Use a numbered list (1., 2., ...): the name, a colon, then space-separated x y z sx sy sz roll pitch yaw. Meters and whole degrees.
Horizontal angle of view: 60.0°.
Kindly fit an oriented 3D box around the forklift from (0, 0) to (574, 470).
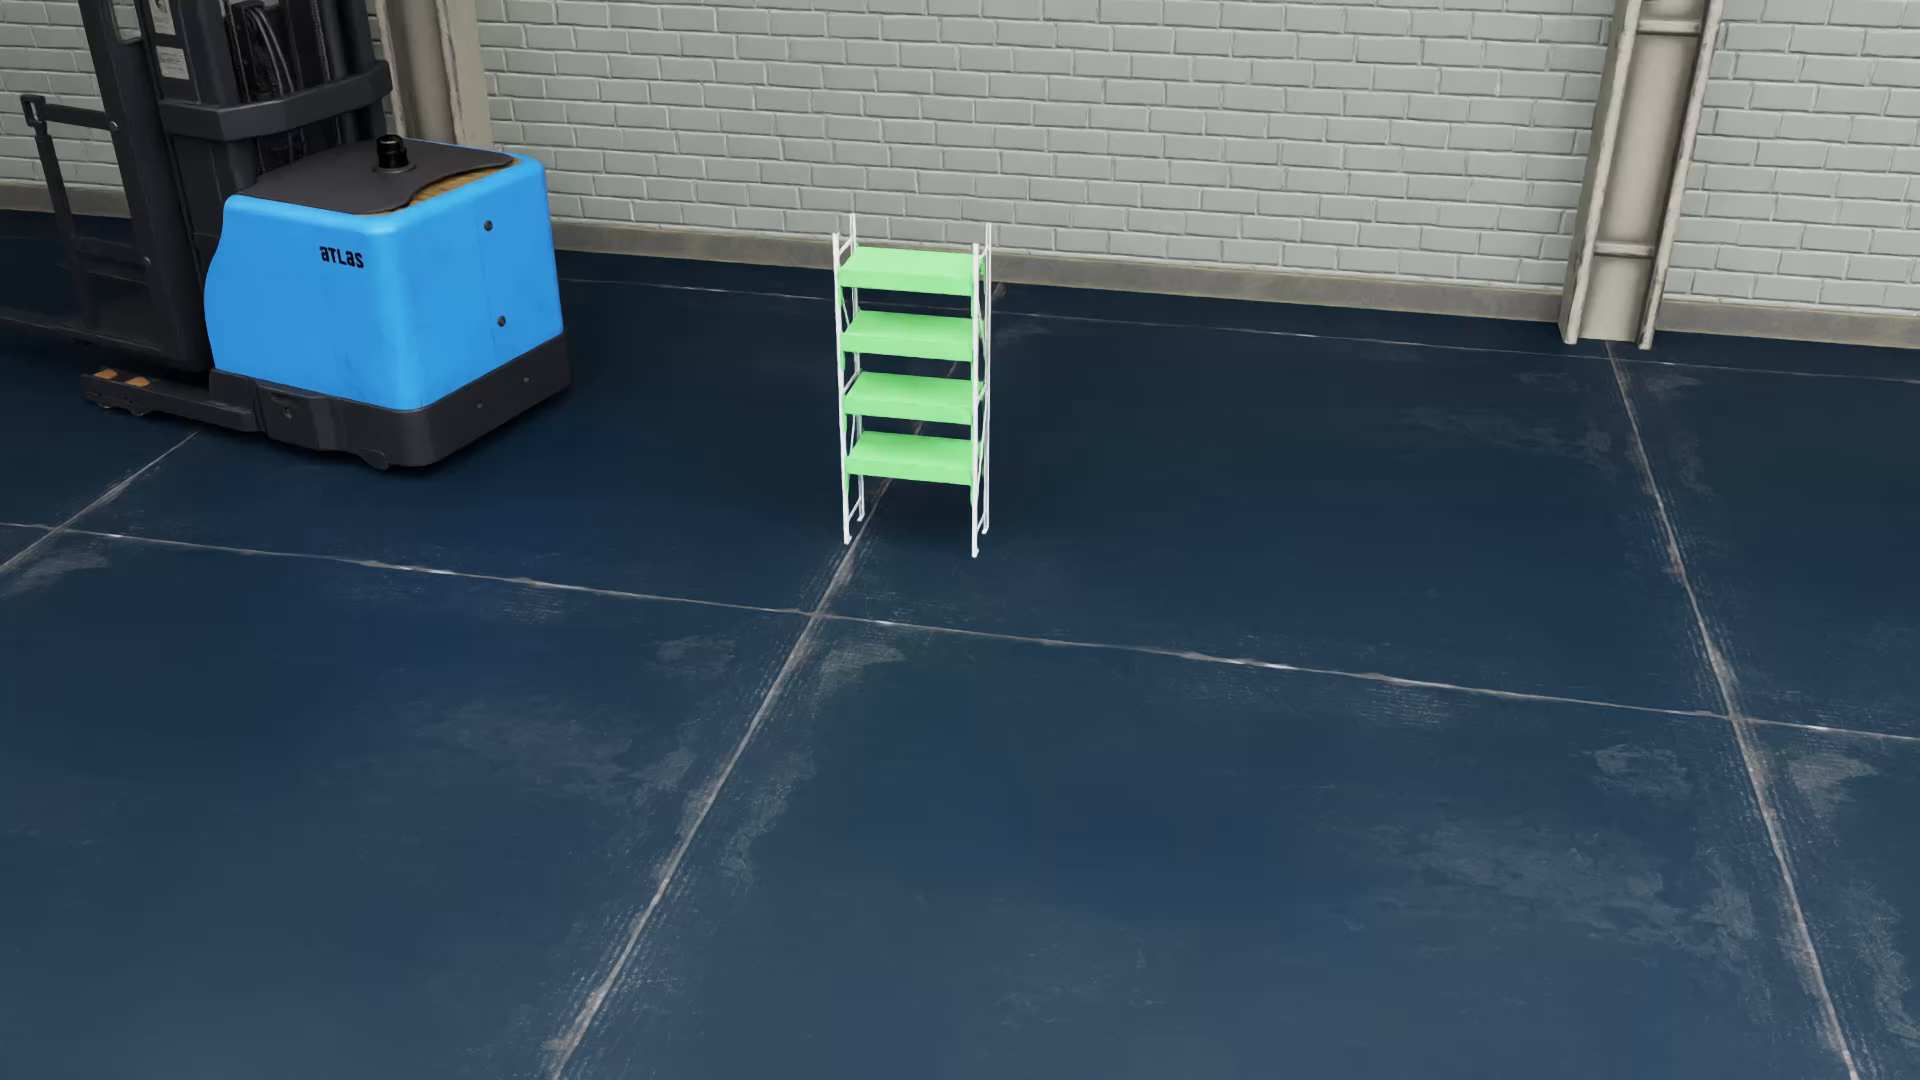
1. forklift: -3.275 -2.038 6.920 3.031 2.935 1.130 13 31 22

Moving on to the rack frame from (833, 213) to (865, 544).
1. rack frame: -0.401 -0.567 6.037 0.015 1.200 0.240 6 29 11

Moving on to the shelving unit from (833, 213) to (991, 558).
1. shelving unit: -0.162 -0.543 5.992 0.503 1.200 0.258 6 29 11

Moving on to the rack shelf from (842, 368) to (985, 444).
1. rack shelf: -0.162 -0.487 6.023 0.480 0.148 0.258 6 29 11

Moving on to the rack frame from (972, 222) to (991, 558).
1. rack frame: 0.077 -0.518 5.947 0.015 1.200 0.240 6 29 11

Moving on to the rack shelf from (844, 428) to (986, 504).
1. rack shelf: -0.162 -0.276 6.138 0.480 0.148 0.258 6 29 11

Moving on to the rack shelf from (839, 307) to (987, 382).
1. rack shelf: -0.162 -0.697 5.908 0.480 0.148 0.258 6 29 11

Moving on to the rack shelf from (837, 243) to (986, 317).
1. rack shelf: -0.162 -0.908 5.792 0.480 0.148 0.258 6 29 11

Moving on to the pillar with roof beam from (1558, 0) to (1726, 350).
1. pillar with roof beam: 2.223 -2.922 2.216 0.400 9.000 9.100 6 29 11

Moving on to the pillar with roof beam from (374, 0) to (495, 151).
1. pillar with roof beam: -3.645 -3.524 3.315 0.400 9.000 9.100 6 29 11
